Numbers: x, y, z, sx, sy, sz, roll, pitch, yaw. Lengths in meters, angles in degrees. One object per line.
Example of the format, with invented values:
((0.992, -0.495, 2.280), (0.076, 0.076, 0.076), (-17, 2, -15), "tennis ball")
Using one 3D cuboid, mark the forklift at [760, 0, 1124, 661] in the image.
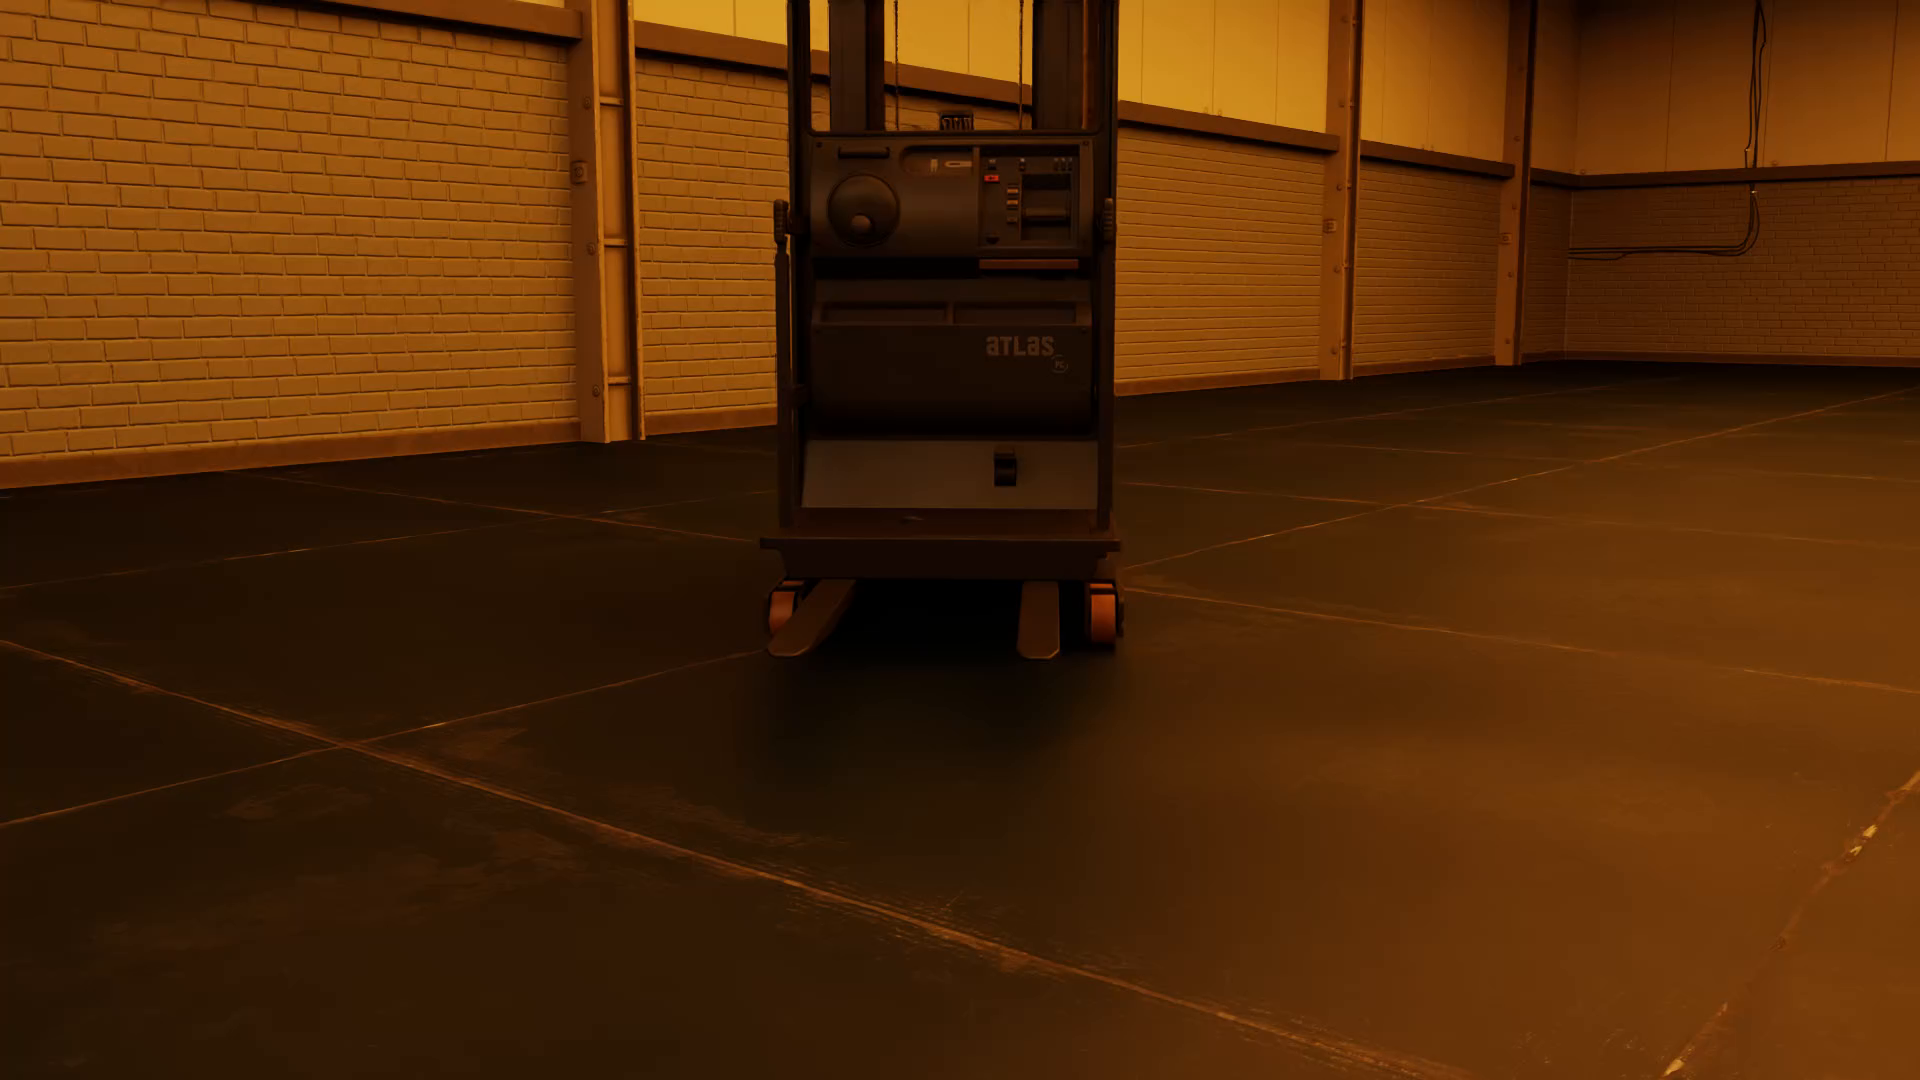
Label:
((-0.037, -1.170, 5.278), (1.130, 2.935, 3.031), (0, 8, 3), "forklift")
